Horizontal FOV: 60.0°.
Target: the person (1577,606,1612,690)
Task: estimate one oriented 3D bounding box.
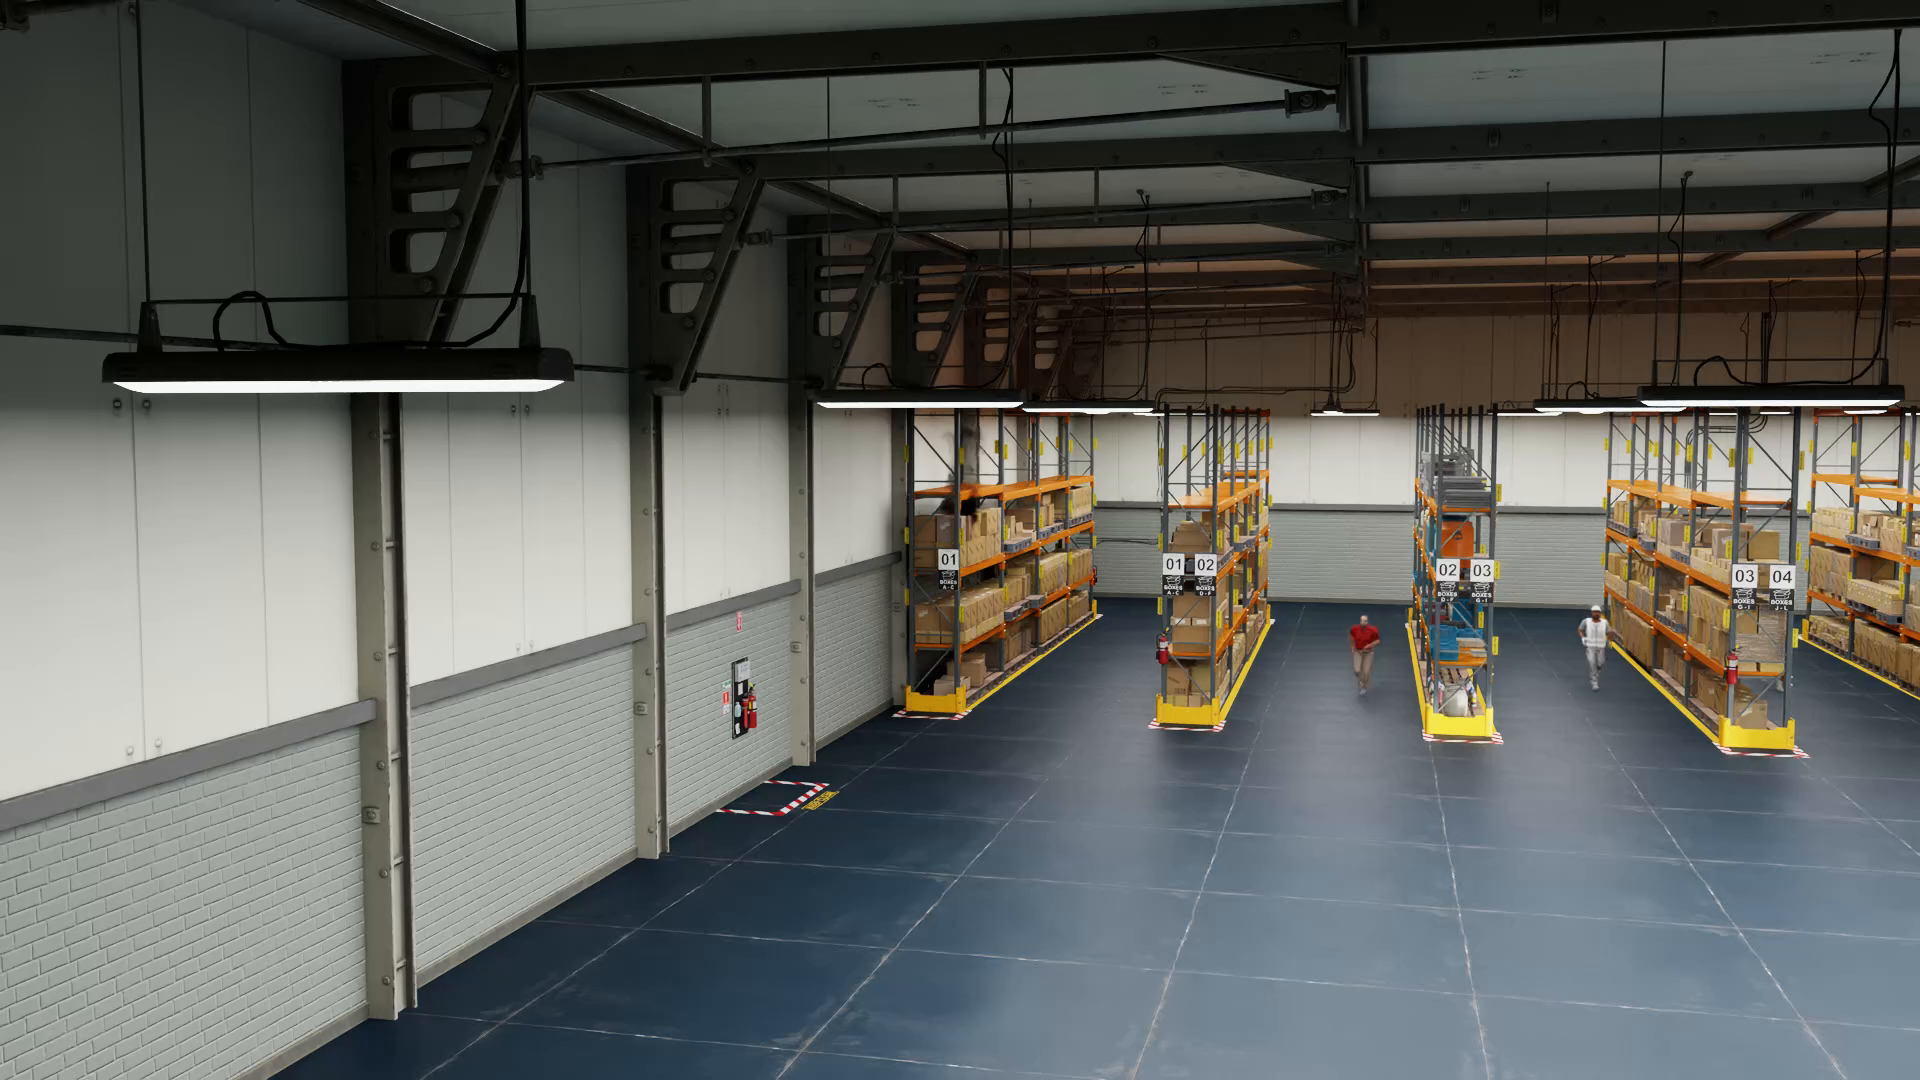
[{"bbox_3d":[13.543,2.275,35.488,0.681,1.759,0.778,1,4,13],"label":"person"}]

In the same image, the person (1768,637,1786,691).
[{"bbox_3d":[17.379,2.338,35.312,0.629,1.680,0.677,0,4,6],"label":"person"}]

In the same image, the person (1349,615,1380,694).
[{"bbox_3d":[8.353,2.375,34.401,0.628,1.661,0.698,1,4,18],"label":"person"}]
